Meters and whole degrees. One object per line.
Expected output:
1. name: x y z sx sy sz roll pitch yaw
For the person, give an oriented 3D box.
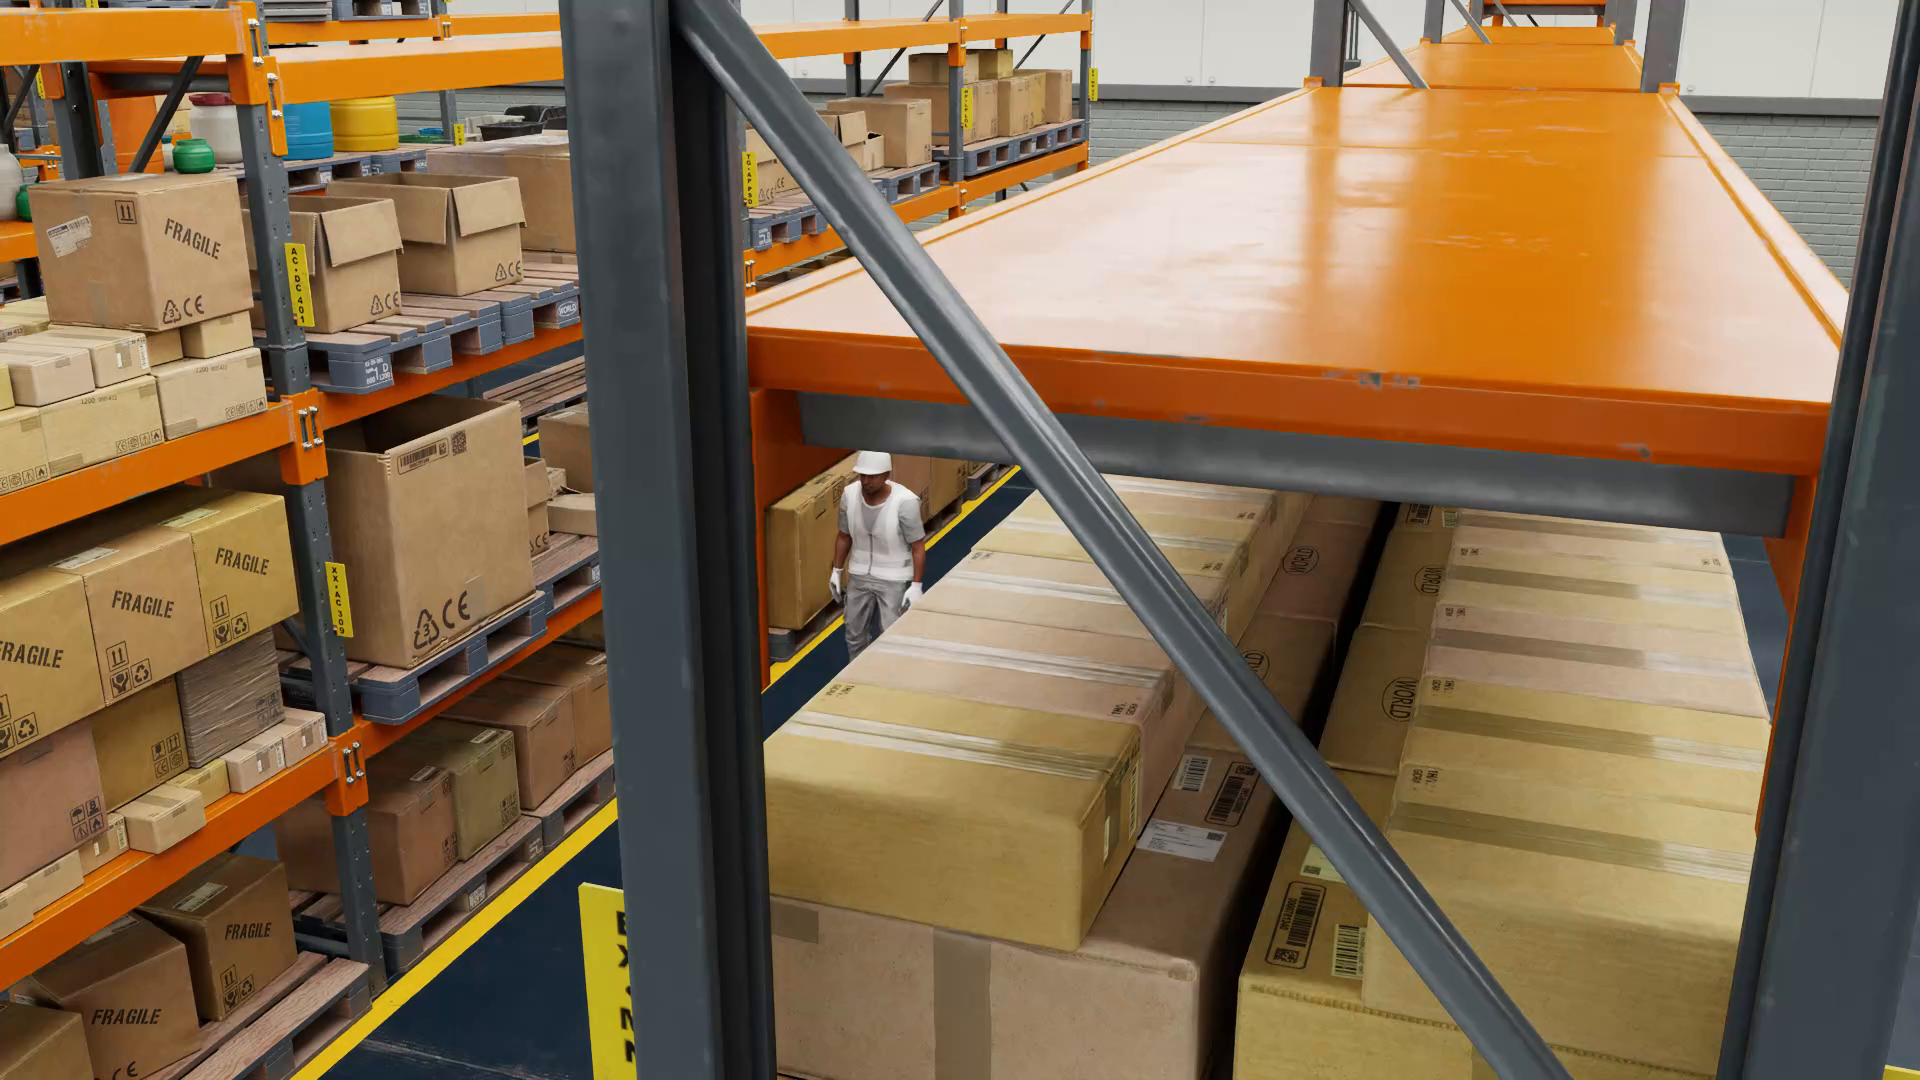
1. person: -0.507 0.259 10.263 0.631 1.776 0.443 9 20 25
